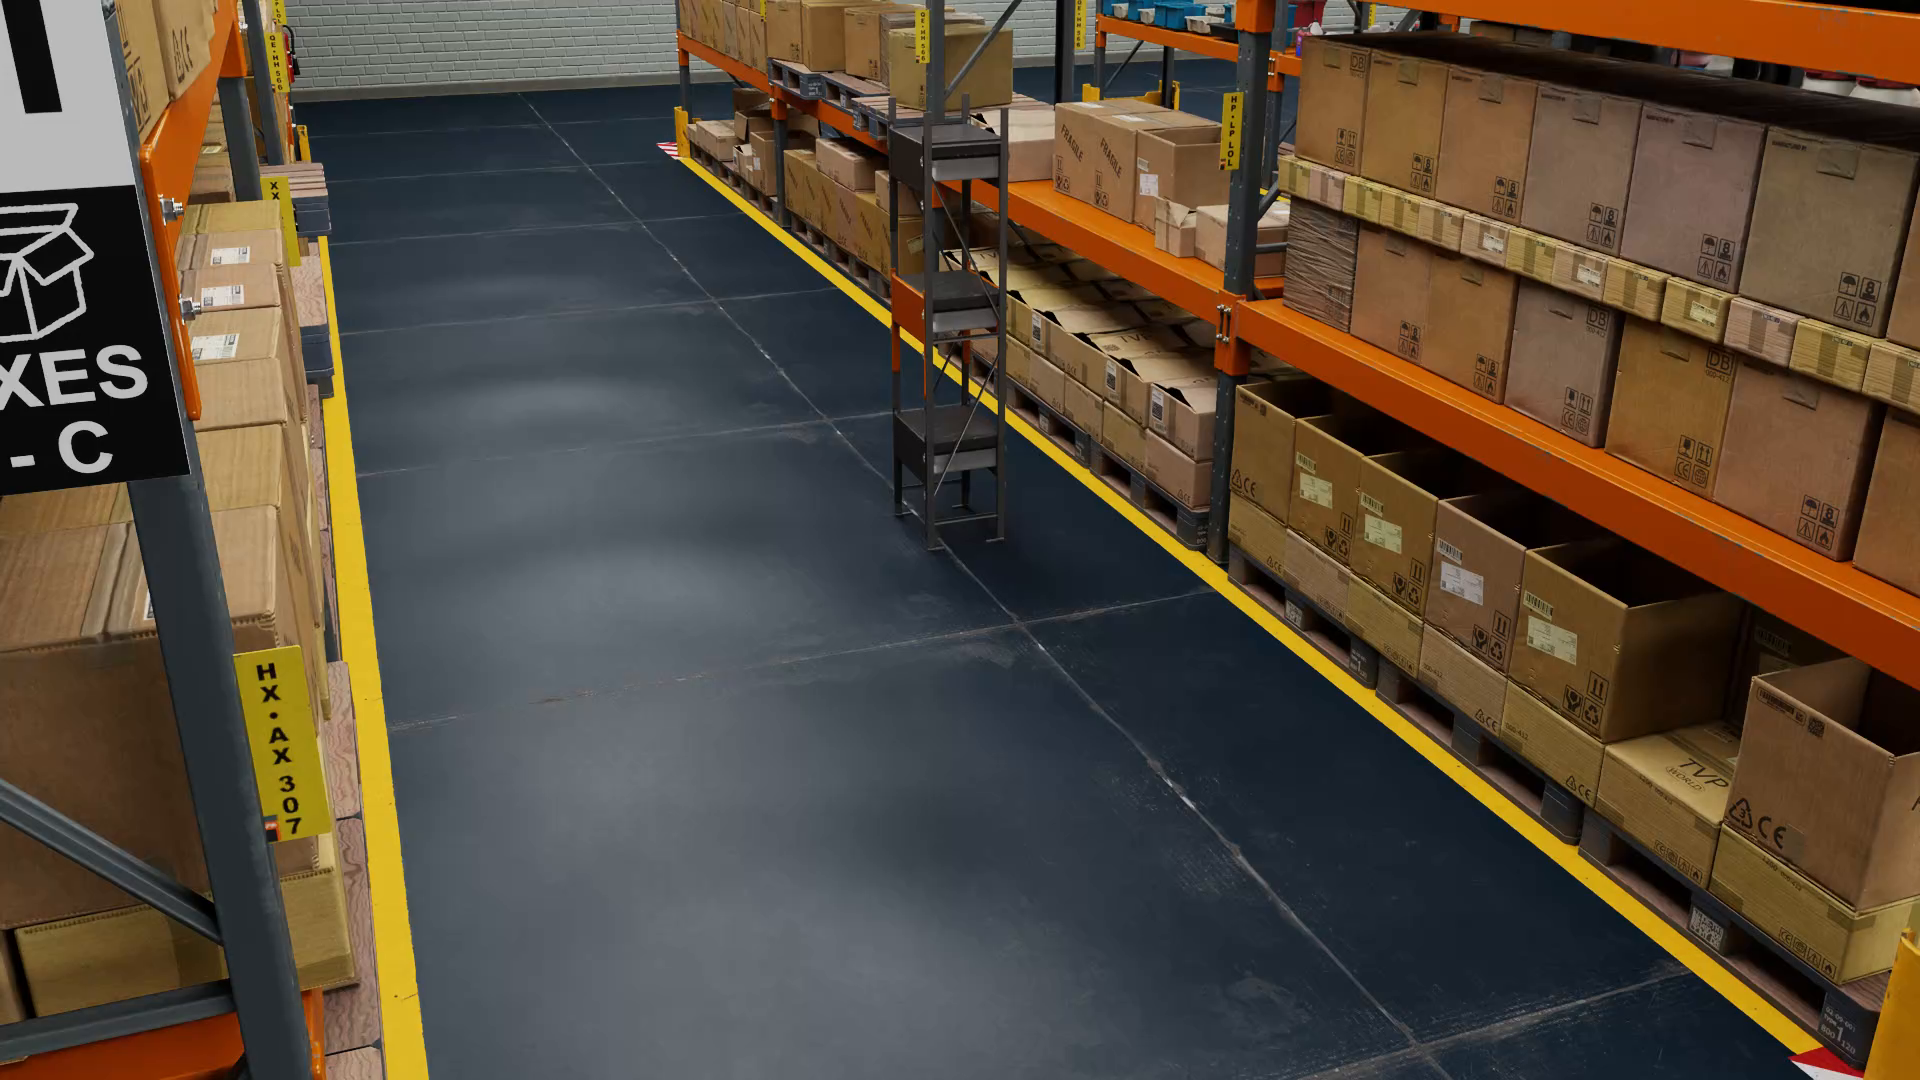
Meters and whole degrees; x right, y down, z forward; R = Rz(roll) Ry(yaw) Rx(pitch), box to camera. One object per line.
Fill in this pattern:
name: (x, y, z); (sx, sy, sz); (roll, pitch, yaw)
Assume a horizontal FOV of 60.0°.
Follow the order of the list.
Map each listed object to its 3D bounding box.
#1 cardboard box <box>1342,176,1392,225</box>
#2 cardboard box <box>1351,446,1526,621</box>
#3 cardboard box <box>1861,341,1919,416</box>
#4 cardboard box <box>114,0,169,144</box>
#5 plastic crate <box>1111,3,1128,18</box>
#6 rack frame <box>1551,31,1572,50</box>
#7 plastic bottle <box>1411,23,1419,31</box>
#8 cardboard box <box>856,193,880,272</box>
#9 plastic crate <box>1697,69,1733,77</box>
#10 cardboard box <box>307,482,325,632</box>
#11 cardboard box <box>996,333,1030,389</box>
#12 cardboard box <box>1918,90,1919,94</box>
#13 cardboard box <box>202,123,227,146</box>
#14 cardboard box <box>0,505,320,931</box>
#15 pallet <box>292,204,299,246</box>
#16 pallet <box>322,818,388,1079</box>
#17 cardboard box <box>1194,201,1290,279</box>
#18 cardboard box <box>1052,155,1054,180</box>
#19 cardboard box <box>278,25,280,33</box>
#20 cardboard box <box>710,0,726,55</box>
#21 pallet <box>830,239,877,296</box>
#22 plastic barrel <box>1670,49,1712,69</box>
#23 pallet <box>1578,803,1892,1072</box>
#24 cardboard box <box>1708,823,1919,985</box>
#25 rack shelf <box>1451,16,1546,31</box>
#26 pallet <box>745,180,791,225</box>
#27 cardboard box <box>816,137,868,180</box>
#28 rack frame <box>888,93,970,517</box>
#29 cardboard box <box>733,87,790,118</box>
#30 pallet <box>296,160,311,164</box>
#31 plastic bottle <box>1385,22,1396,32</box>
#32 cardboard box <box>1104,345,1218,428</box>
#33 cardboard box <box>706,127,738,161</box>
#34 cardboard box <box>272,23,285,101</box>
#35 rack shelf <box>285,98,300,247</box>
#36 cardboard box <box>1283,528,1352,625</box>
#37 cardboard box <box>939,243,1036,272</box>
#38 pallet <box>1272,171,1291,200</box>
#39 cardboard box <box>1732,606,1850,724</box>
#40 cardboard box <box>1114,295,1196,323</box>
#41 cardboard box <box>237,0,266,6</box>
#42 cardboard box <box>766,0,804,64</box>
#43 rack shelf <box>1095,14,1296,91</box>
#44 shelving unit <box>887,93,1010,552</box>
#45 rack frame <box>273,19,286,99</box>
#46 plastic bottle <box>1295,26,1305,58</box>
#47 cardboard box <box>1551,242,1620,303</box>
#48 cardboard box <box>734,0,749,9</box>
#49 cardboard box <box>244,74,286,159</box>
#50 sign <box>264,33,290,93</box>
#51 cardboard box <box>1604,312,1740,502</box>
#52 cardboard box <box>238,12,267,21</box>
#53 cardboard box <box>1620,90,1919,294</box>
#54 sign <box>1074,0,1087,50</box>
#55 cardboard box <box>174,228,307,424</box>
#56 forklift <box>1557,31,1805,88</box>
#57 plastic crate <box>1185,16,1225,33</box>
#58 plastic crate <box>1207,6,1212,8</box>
cardboard box: (1.776, -1.383, 6.706); (0.380, 0.149, 0.250); (-9, 24, -20)
cardboard box: (1.905, -0.044, 6.527); (0.500, 0.500, 0.500); (-8, 24, -19)
cardboard box: (2.687, -0.446, 4.483); (0.380, 0.149, 0.250); (-8, 24, -18)
cardboard box: (-1.423, -0.806, 2.284); (0.500, 0.500, 0.500); (-8, 24, -18)
plastic crate: (1.892, -6.029, 18.954); (0.250, 0.136, 0.298); (-8, 24, -19)
rack frame: (4.903, -3.479, 12.642); (1.000, 3.000, 0.127); (-8, 24, -19)
plastic bottle: (4.186, -4.553, 15.254); (0.144, 0.351, 0.185); (-8, 24, -19)
cardboard box: (-0.465, -2.347, 12.608); (0.500, 0.500, 0.500); (-9, 25, -21)
plastic crate: (5.188, -2.879, 11.136); (0.402, 0.464, 0.583); (-8, 24, -19)
cardboard box: (-1.962, 0.070, 4.390); (0.500, 0.250, 0.500); (-8, 24, -19)
cardboard box: (0.546, -1.126, 10.058); (0.500, 0.250, 0.500); (-9, 24, -20)
cardboard box: (9.312, -3.626, 15.187); (1.225, 0.875, 0.875); (-10, 25, -21)
cardboard box: (-3.553, -1.543, 7.355); (0.700, 0.500, 0.500); (-5, 23, -12)
cardboard box: (-1.427, 0.287, 2.909); (0.500, 0.500, 0.500); (-8, 24, -19)
pallet: (-3.628, -1.317, 7.761); (1.003, 0.211, 1.213); (-8, 24, -19)
pallet: (-2.247, 1.302, 4.889); (1.003, 0.211, 1.213); (-8, 24, -19)
cardboard box: (1.466, -1.451, 8.023); (0.500, 0.250, 0.500); (-7, 24, -16)
cardboard box: (0.771, -2.229, 10.000); (0.380, 0.149, 0.250); (-7, 24, -15)
cardboard box: (-6.207, -4.176, 13.911); (0.980, 0.700, 0.700); (-9, 24, -20)
cardboard box: (-2.111, -5.005, 16.133); (0.500, 0.500, 0.500); (-8, 24, -18)
pallet: (-0.388, -2.234, 13.280); (1.003, 0.211, 1.213); (-8, 24, -19)
plastic barrel: (5.350, -3.414, 12.314); (0.600, 0.536, 0.708); (-8, 24, -19)
pallet: (2.785, 1.119, 5.323); (1.003, 0.211, 1.213); (-8, 24, -19)
cardboard box: (2.628, 1.026, 4.954); (0.500, 0.250, 0.500); (-8, 24, -19)
rack shelf: (7.417, -6.007, 19.566); (1.077, 0.370, 4.000); (-8, 24, -19)
pallet: (-1.387, -3.218, 15.615); (1.003, 0.211, 1.213); (-8, 24, -19)
cardboard box: (-0.849, -3.078, 13.377); (0.500, 0.250, 0.500); (-8, 24, -19)
rack frame: (-0.145, -1.116, 8.195); (0.400, 2.100, 0.015); (-8, 24, -19)
cardboard box: (-2.136, -4.594, 17.940); (0.500, 0.500, 0.500); (-8, 24, -19)
pallet: (-6.836, -3.461, 16.191); (1.003, 0.211, 1.213); (-8, 24, -19)
plastic bottle: (3.986, -4.601, 15.367); (0.144, 0.351, 0.185); (-8, 24, -19)
cardboard box: (1.080, -0.828, 8.630); (0.500, 0.311, 0.500); (-8, 24, -18)
cardboard box: (-2.278, -4.043, 16.954); (0.500, 0.250, 0.500); (-8, 24, -19)
cardboard box: (-5.190, -3.448, 12.031); (0.500, 0.500, 0.500); (-8, 24, -19)
rack shelf: (-5.072, -2.515, 11.280); (1.077, 0.370, 4.000); (-8, 24, -19)
cardboard box: (1.733, 0.119, 7.105); (0.500, 0.250, 0.500); (-8, 24, -19)
cardboard box: (0.178, -1.755, 10.829); (0.500, 0.311, 0.500); (-7, 24, -17)
pallet: (3.724, -3.361, 15.953); (1.003, 0.211, 1.213); (-8, 24, -19)
cardboard box: (2.934, 0.428, 5.408); (0.500, 0.500, 0.500); (-8, 24, -19)
cardboard box: (1.224, -1.275, 9.690); (0.500, 0.311, 0.500); (-8, 24, -18)
cardboard box: (-4.841, -3.419, 10.996); (0.500, 0.250, 0.500); (-9, 24, -20)
cardboard box: (-1.187, -4.291, 13.898); (0.700, 0.500, 0.500); (-18, 29, -36)
rack shelf: (2.783, -5.327, 17.954); (1.077, 0.370, 4.000); (-8, 24, -19)
shelving unit: (-0.058, -1.028, 7.985); (0.431, 2.100, 0.503); (-8, 24, -19)
rack frame: (-5.778, -3.573, 12.865); (1.000, 3.000, 0.127); (-8, 24, -19)
plastic bottle: (3.220, -4.687, 15.658); (0.061, 0.283, 0.133); (-8, 24, -19)
cardboard box: (2.231, -0.915, 5.594); (0.380, 0.149, 0.250); (-9, 24, -20)
cardboard box: (-1.750, -5.095, 15.059); (0.500, 0.500, 0.500); (-9, 24, -20)
cardboard box: (-4.297, -2.523, 9.837); (0.500, 0.500, 0.500); (-8, 24, -17)
sign: (-3.861, -2.694, 9.392); (0.100, 0.325, 0.005); (-8, 24, -19)
cardboard box: (2.581, -0.482, 5.404); (0.700, 0.500, 0.500); (-8, 24, -19)
cardboard box: (-4.475, -3.053, 10.128); (0.500, 0.250, 0.500); (-9, 24, -20)
cardboard box: (2.553, -1.102, 5.202); (0.700, 0.500, 0.500); (-8, 24, -19)
sign: (0.786, -3.411, 10.991); (0.100, 0.325, 0.005); (-8, 24, -19)
cardboard box: (-2.314, -0.642, 5.112); (0.500, 0.500, 0.500); (-8, 24, -19)
forklift: (3.472, -1.804, 8.755); (1.130, 2.935, 3.031); (-5, 23, -12)
plastic crate: (2.594, -5.430, 17.533); (0.293, 0.136, 0.466); (-8, 24, -19)
plastic crate: (2.623, -5.913, 18.679); (0.396, 0.136, 0.243); (-8, 24, -19)
